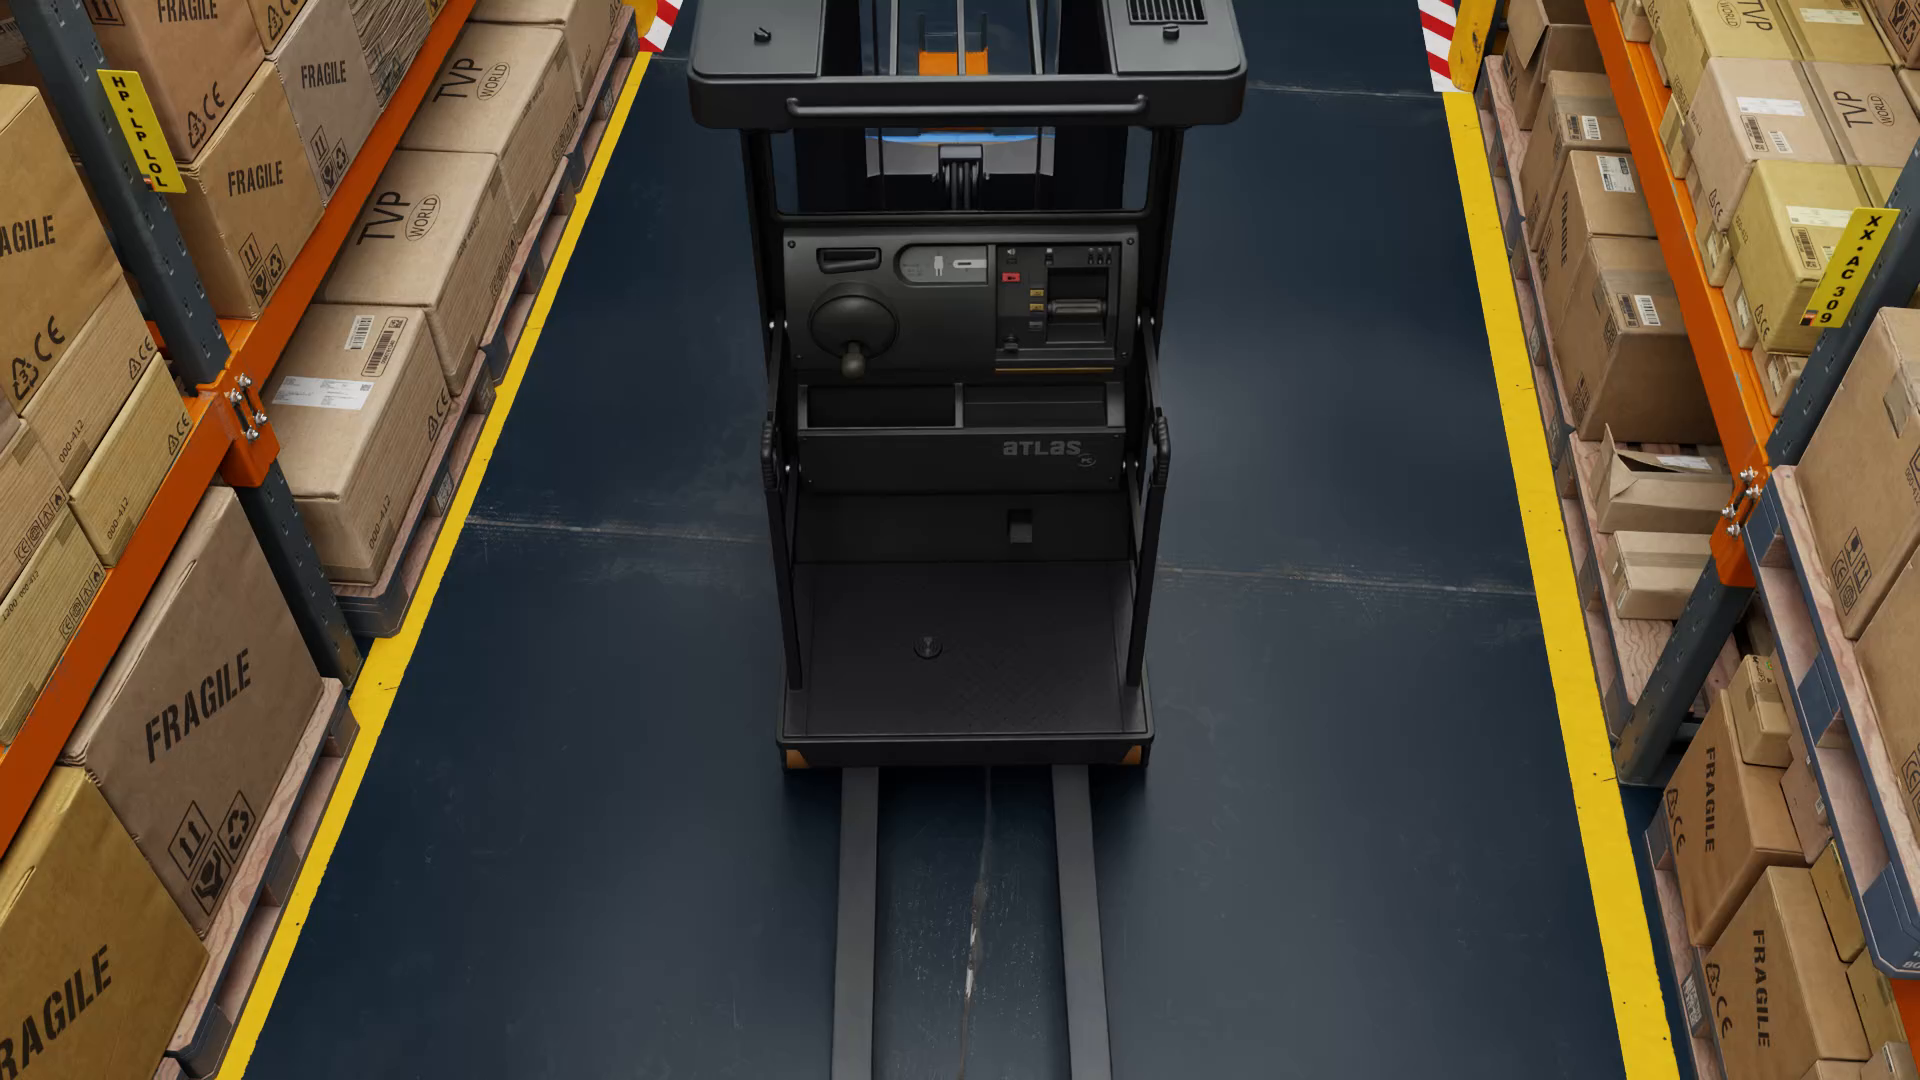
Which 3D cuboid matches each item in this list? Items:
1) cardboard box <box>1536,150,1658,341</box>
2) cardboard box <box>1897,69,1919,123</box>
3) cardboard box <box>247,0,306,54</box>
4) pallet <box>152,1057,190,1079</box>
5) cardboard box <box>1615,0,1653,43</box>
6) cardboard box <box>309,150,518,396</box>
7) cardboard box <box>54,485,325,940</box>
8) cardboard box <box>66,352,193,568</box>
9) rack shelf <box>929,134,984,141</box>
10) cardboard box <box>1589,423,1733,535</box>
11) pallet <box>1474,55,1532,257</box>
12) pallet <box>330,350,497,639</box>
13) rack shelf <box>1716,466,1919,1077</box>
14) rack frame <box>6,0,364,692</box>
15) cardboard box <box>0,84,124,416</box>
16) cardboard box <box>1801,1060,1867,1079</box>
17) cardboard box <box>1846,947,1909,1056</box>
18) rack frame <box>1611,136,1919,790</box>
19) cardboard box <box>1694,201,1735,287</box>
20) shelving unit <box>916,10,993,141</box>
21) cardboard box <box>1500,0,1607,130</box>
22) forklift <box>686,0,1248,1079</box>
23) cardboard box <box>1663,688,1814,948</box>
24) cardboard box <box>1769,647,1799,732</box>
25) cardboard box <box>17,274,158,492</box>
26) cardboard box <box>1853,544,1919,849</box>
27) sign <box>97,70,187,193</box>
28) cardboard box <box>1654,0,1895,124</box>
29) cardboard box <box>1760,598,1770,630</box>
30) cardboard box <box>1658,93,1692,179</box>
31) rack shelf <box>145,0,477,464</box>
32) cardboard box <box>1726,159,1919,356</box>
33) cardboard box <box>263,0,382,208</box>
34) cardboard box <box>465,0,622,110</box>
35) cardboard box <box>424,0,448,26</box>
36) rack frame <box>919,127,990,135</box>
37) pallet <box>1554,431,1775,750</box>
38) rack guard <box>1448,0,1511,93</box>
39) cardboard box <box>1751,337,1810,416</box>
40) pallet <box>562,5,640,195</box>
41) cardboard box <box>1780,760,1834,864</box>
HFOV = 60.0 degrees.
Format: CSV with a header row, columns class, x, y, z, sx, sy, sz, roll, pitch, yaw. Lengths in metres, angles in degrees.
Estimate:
class,x,y,z,sx,sy,sz,roll,pitch,yaw
cardboard box,2.459,-1.063,6.099,0.500,0.500,0.500,5,48,4
cardboard box,2.862,-1.040,4.569,0.500,0.250,0.500,3,48,3
cardboard box,-2.098,-1.682,4.511,0.500,0.500,0.500,3,48,3
pallet,-2.538,1.805,3.956,1.003,0.211,1.213,4,48,4
cardboard box,2.400,-1.769,5.505,0.380,0.149,0.250,5,48,4
cardboard box,-2.189,-0.996,6.080,0.875,0.438,0.875,3,48,2
cardboard box,-2.411,0.430,4.480,0.875,0.875,0.875,5,48,5
cardboard box,-2.224,-0.210,4.010,0.500,0.250,0.500,3,48,3
rack shelf,-0.022,-1.368,5.974,0.258,0.148,0.480,-1,47,0
cardboard box,2.300,-0.186,5.456,0.396,0.266,0.258,5,48,5
pallet,2.795,-1.632,7.100,1.003,0.211,1.213,4,48,4
pallet,-2.287,-0.219,5.807,1.003,0.211,1.213,4,48,4
rack shelf,2.327,1.437,2.891,1.077,0.370,4.000,4,48,4
rack frame,-2.434,-0.607,4.272,1.000,3.000,0.127,4,48,4
cardboard box,-2.225,-0.633,3.551,0.500,0.500,0.500,5,48,5
cardboard box,2.152,1.525,3.732,0.500,0.500,0.500,3,48,2
cardboard box,2.240,1.053,3.724,0.380,0.149,0.250,3,48,3
rack frame,2.509,-0.276,3.969,1.000,3.000,0.127,4,48,4
cardboard box,2.288,-0.828,4.644,0.380,0.149,0.250,5,48,5
shelving unit,-0.022,-1.262,6.089,0.258,1.200,0.503,-1,47,0
cardboard box,2.723,-2.071,7.019,0.797,0.503,0.637,2,48,2
forklift,0.009,-0.528,4.247,1.130,2.935,3.031,-1,48,-1
cardboard box,2.241,0.767,4.425,0.500,0.500,0.500,6,48,5
cardboard box,2.272,0.357,4.159,0.380,0.149,0.250,3,48,3
cardboard box,-2.233,-0.385,3.832,0.500,0.250,0.500,4,48,3
cardboard box,2.195,0.270,3.118,0.700,0.500,0.500,4,48,4
sign,-1.893,-0.941,3.847,0.100,0.325,0.005,4,48,4
cardboard box,2.402,-1.451,4.944,0.500,0.250,0.500,4,48,3
cardboard box,2.804,0.020,5.236,0.500,0.311,0.500,5,48,5
cardboard box,2.334,-1.208,4.992,0.380,0.149,0.250,3,48,3
rack shelf,-2.252,-1.834,5.882,1.077,0.370,4.000,4,48,4
cardboard box,2.312,-0.716,4.272,0.500,0.250,0.500,5,48,5
cardboard box,-2.081,-1.337,4.872,0.500,0.500,0.500,4,48,4
cardboard box,-2.030,-2.331,7.301,0.875,0.438,0.875,2,48,2
cardboard box,-1.982,-2.081,5.553,0.500,0.500,0.500,5,48,5
rack frame,-0.019,-1.083,5.923,0.240,1.200,0.015,-1,47,0
pallet,2.572,0.161,5.460,1.003,0.211,1.213,4,48,4
rack guard,2.867,-2.316,7.529,1.175,0.500,0.348,4,48,4
cardboard box,2.286,-0.442,4.292,0.380,0.149,0.250,4,48,4
pallet,-2.065,-2.012,7.447,1.003,0.211,1.213,4,48,4
cardboard box,2.263,0.662,4.082,0.380,0.149,0.250,3,48,2
